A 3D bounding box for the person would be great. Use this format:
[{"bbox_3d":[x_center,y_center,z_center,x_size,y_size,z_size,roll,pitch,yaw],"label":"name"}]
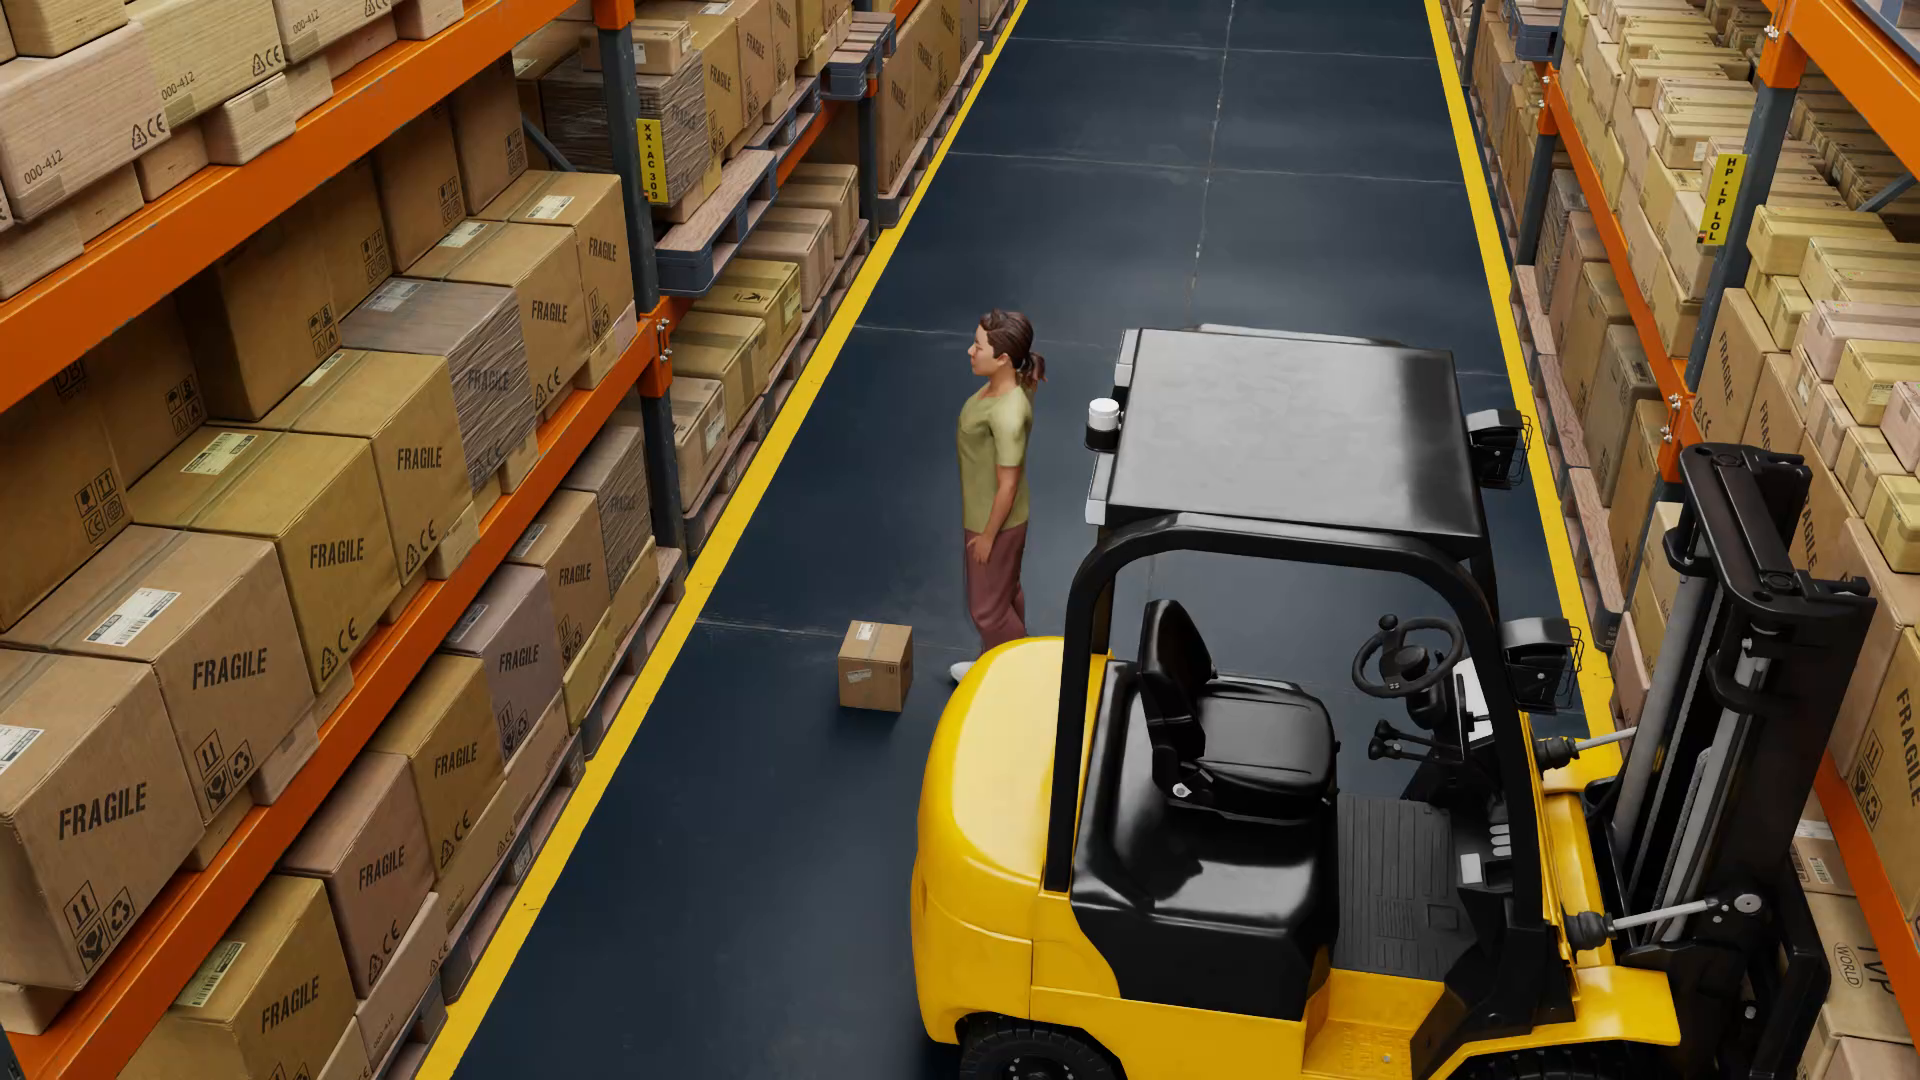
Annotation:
[{"bbox_3d":[0.143,-0.072,6.257,0.378,1.690,0.465,2,33,3],"label":"person"}]
